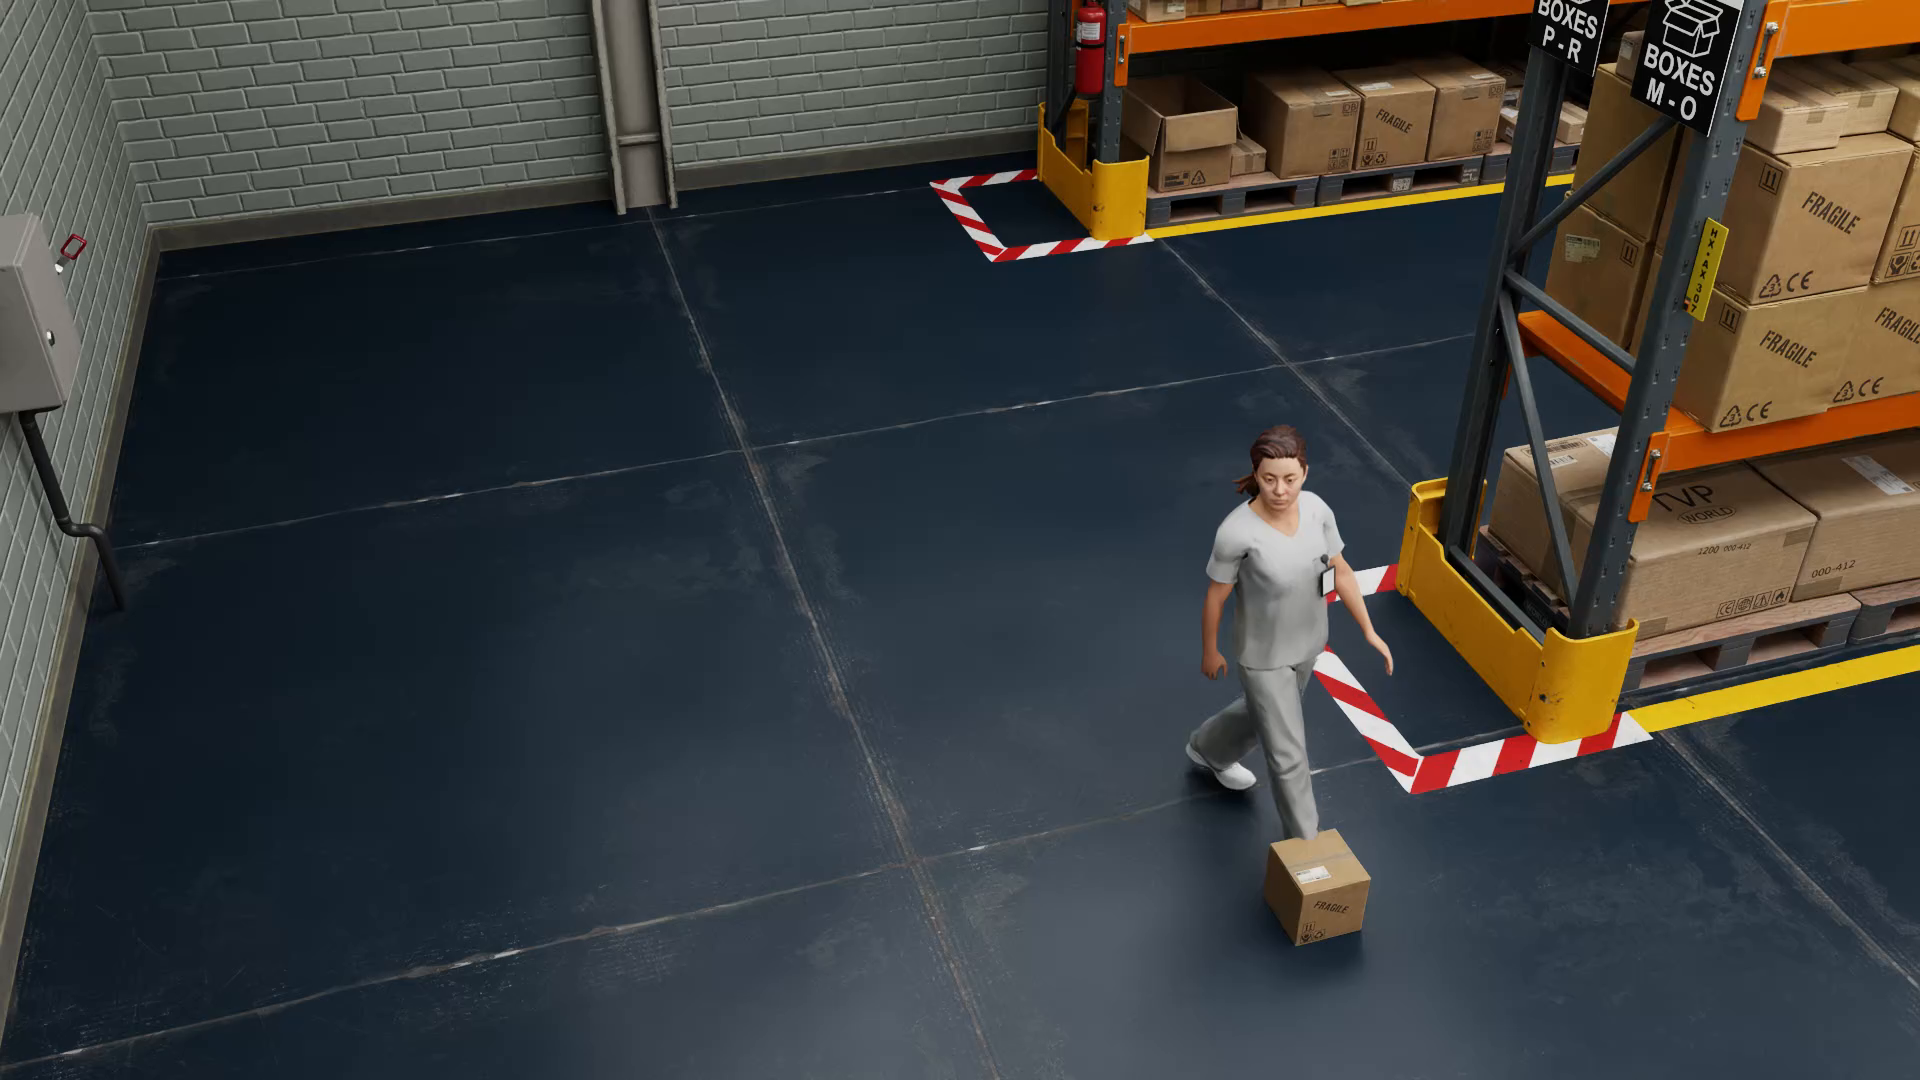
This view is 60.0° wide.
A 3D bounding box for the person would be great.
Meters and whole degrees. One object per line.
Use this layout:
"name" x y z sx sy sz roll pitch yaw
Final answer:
"person" 1.117 0.391 5.585 0.498 1.618 0.946 -18 38 -24
